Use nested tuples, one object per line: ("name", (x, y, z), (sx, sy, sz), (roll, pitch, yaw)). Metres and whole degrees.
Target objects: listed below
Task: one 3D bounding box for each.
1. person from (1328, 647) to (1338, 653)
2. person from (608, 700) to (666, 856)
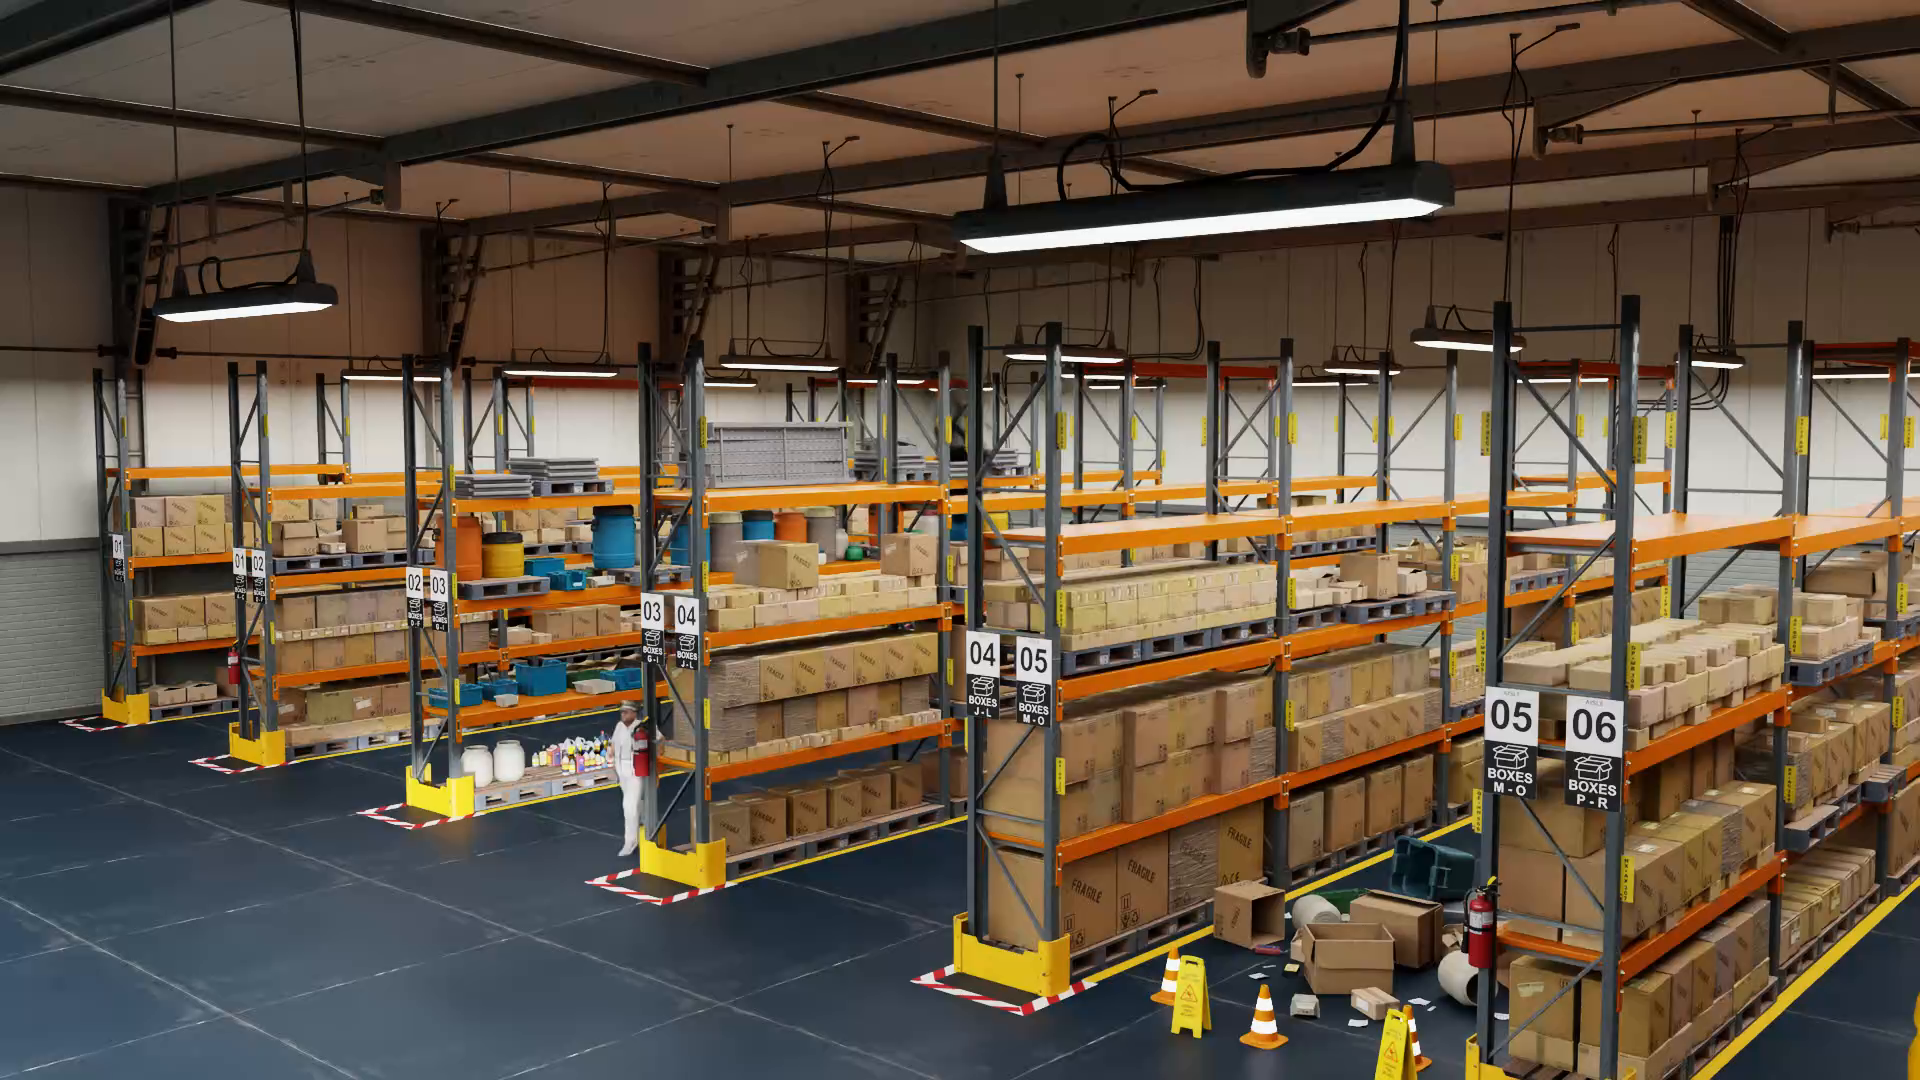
("person", (5.832, 2.473, 26.051), (0.532, 1.558, 0.669), (2, 5, 29))
("person", (-3.901, 2.818, 19.978), (0.692, 1.852, 0.812), (3, 5, 35))
